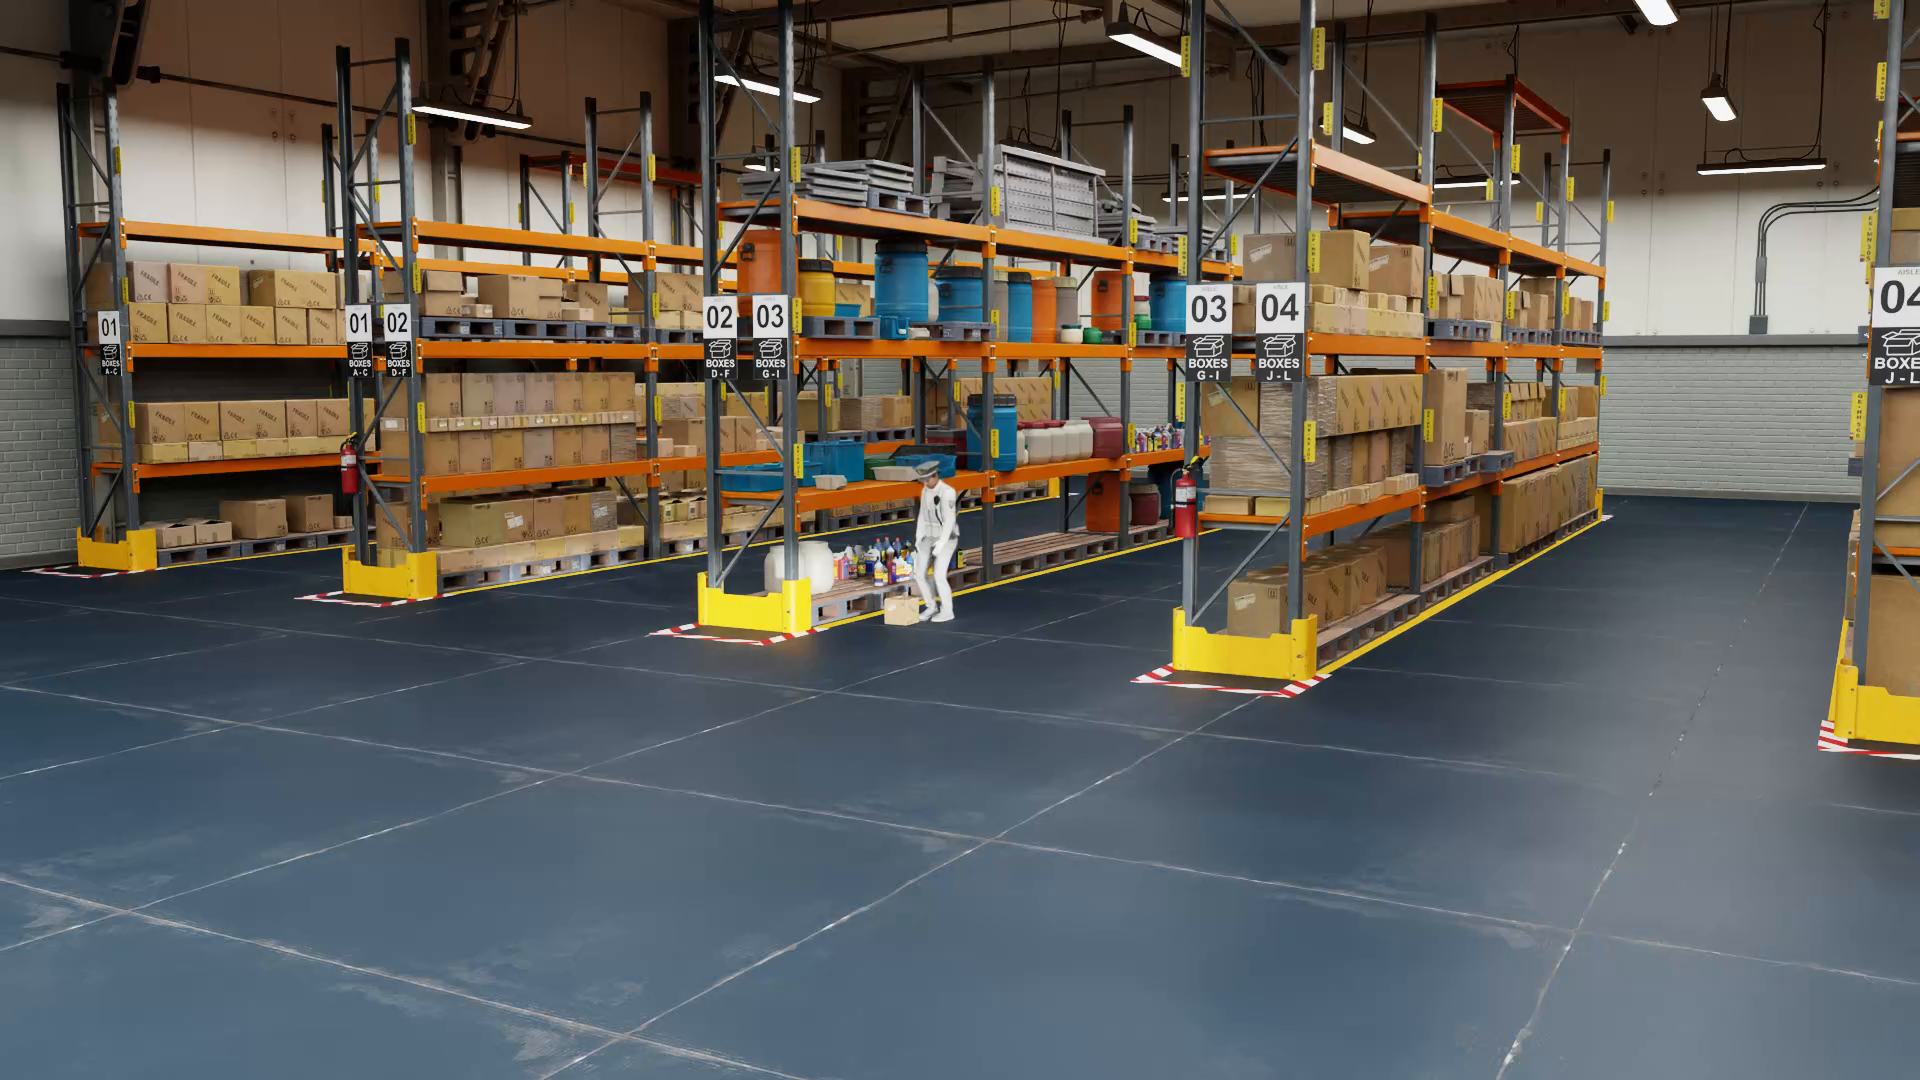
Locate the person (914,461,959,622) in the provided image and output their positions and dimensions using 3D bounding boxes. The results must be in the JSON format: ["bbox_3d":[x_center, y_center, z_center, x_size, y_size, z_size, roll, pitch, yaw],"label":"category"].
[{"bbox_3d":[-0.236,0.009,16.631,0.485,1.604,0.508,-5,8,-41],"label":"person"}]
